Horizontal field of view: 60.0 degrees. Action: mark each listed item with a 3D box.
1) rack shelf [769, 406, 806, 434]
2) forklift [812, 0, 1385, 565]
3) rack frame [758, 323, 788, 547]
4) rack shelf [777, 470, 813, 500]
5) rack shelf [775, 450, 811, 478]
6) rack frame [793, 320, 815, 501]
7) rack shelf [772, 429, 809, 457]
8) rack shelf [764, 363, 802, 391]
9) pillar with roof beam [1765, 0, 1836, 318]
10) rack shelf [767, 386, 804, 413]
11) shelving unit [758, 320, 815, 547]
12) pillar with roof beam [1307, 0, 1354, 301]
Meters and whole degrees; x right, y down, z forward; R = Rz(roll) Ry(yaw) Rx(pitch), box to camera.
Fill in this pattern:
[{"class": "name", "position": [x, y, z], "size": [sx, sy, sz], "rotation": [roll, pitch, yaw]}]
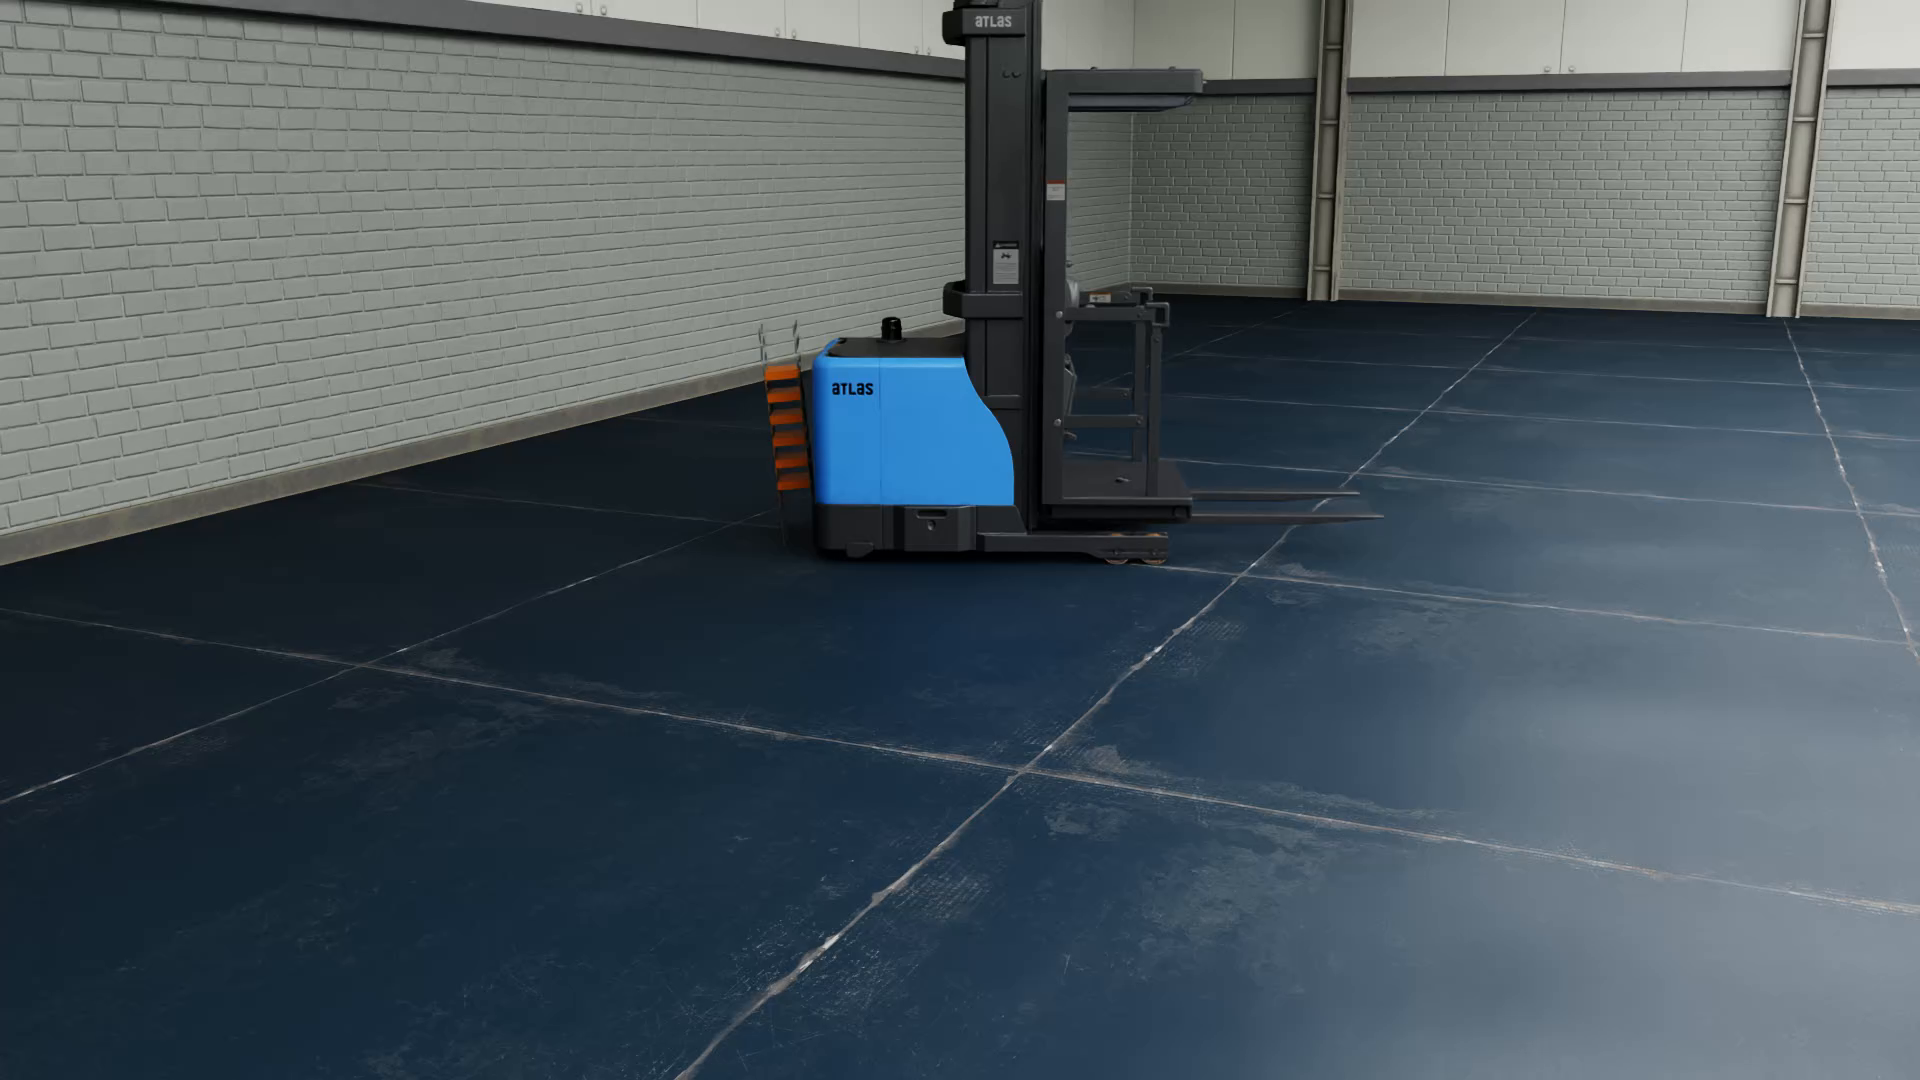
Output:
[{"class": "rack shelf", "position": [-0.934, -0.653, 9.055], "size": [0.180, 0.103, 0.258], "rotation": [-6, 13, -1]}, {"class": "forklift", "position": [0.746, -1.418, 8.883], "size": [3.031, 2.935, 1.130], "rotation": [0, 13, 1]}, {"class": "rack frame", "position": [-1.018, -0.571, 9.070], "size": [0.006, 1.200, 0.240], "rotation": [-6, 13, -1]}, {"class": "rack shelf", "position": [-0.902, -0.304, 9.138], "size": [0.180, 0.103, 0.258], "rotation": [-6, 13, -1]}, {"class": "rack shelf", "position": [-0.913, -0.421, 9.110], "size": [0.180, 0.103, 0.258], "rotation": [-6, 13, -1]}, {"class": "rack frame", "position": [-0.836, -0.589, 9.074], "size": [0.006, 1.200, 0.240], "rotation": [-6, 13, -1]}, {"class": "rack shelf", "position": [-0.923, -0.537, 9.082], "size": [0.180, 0.103, 0.258], "rotation": [-6, 13, -1]}, {"class": "rack shelf", "position": [-0.956, -0.886, 8.999], "size": [0.180, 0.103, 0.258], "rotation": [-6, 13, -1]}, {"class": "pillar with roof beam", "position": [8.990, -6.404, 16.847], "size": [0.400, 9.000, 9.100], "rotation": [6, 14, 23]}, {"class": "rack shelf", "position": [-0.945, -0.769, 9.027], "size": [0.180, 0.103, 0.258], "rotation": [-6, 13, -1]}, {"class": "shelving unit", "position": [-0.927, -0.580, 9.072], "size": [0.189, 1.200, 0.258], "rotation": [-6, 13, -1]}, {"class": "pillar with roof beam", "position": [3.505, -6.959, 19.213], "size": [0.400, 9.000, 9.100], "rotation": [6, 14, 23]}]
